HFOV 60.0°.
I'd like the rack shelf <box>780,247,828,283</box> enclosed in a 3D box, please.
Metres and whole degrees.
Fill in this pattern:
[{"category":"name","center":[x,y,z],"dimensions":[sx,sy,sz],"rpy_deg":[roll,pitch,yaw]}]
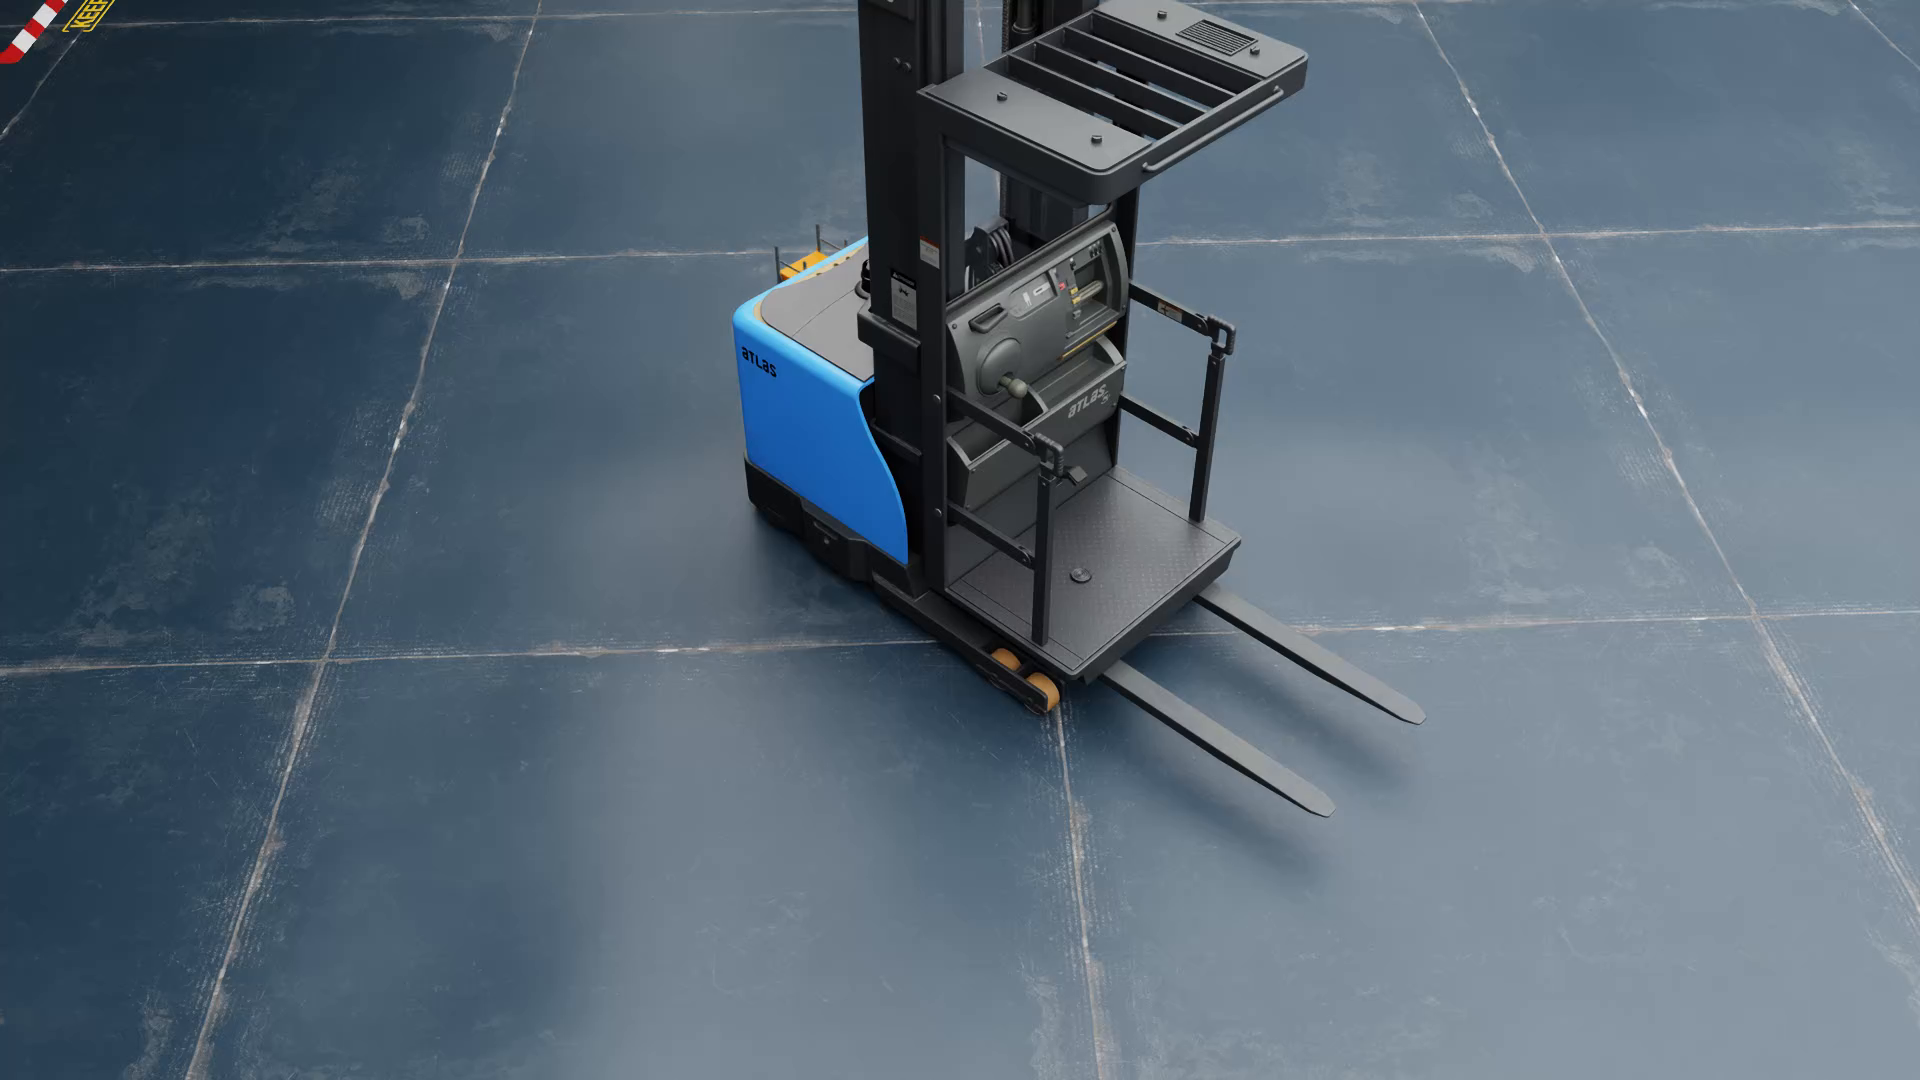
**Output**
[{"category":"rack shelf","center":[-0.651,-1.114,7.434],"dimensions":[0.215,0.259,0.240],"rpy_deg":[33,52,31]}]

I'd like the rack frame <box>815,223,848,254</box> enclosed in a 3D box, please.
[{"category":"rack frame","center":[-0.566,-0.973,7.684],"dimensions":[0.200,1.050,0.008],"rpy_deg":[33,52,31]}]

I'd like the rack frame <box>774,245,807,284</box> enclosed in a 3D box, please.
[{"category":"rack frame","center":[-0.735,-0.853,7.553],"dimensions":[0.200,1.050,0.008],"rpy_deg":[33,52,31]}]

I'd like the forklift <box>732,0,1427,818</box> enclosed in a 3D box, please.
[{"category":"forklift","center":[0.456,-0.787,6.089],"dimensions":[3.031,2.935,1.130],"rpy_deg":[33,52,31]}]

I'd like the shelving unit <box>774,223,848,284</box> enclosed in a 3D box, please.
[{"category":"shelving unit","center":[-0.651,-0.913,7.619],"dimensions":[0.215,1.050,0.252],"rpy_deg":[33,52,31]}]
